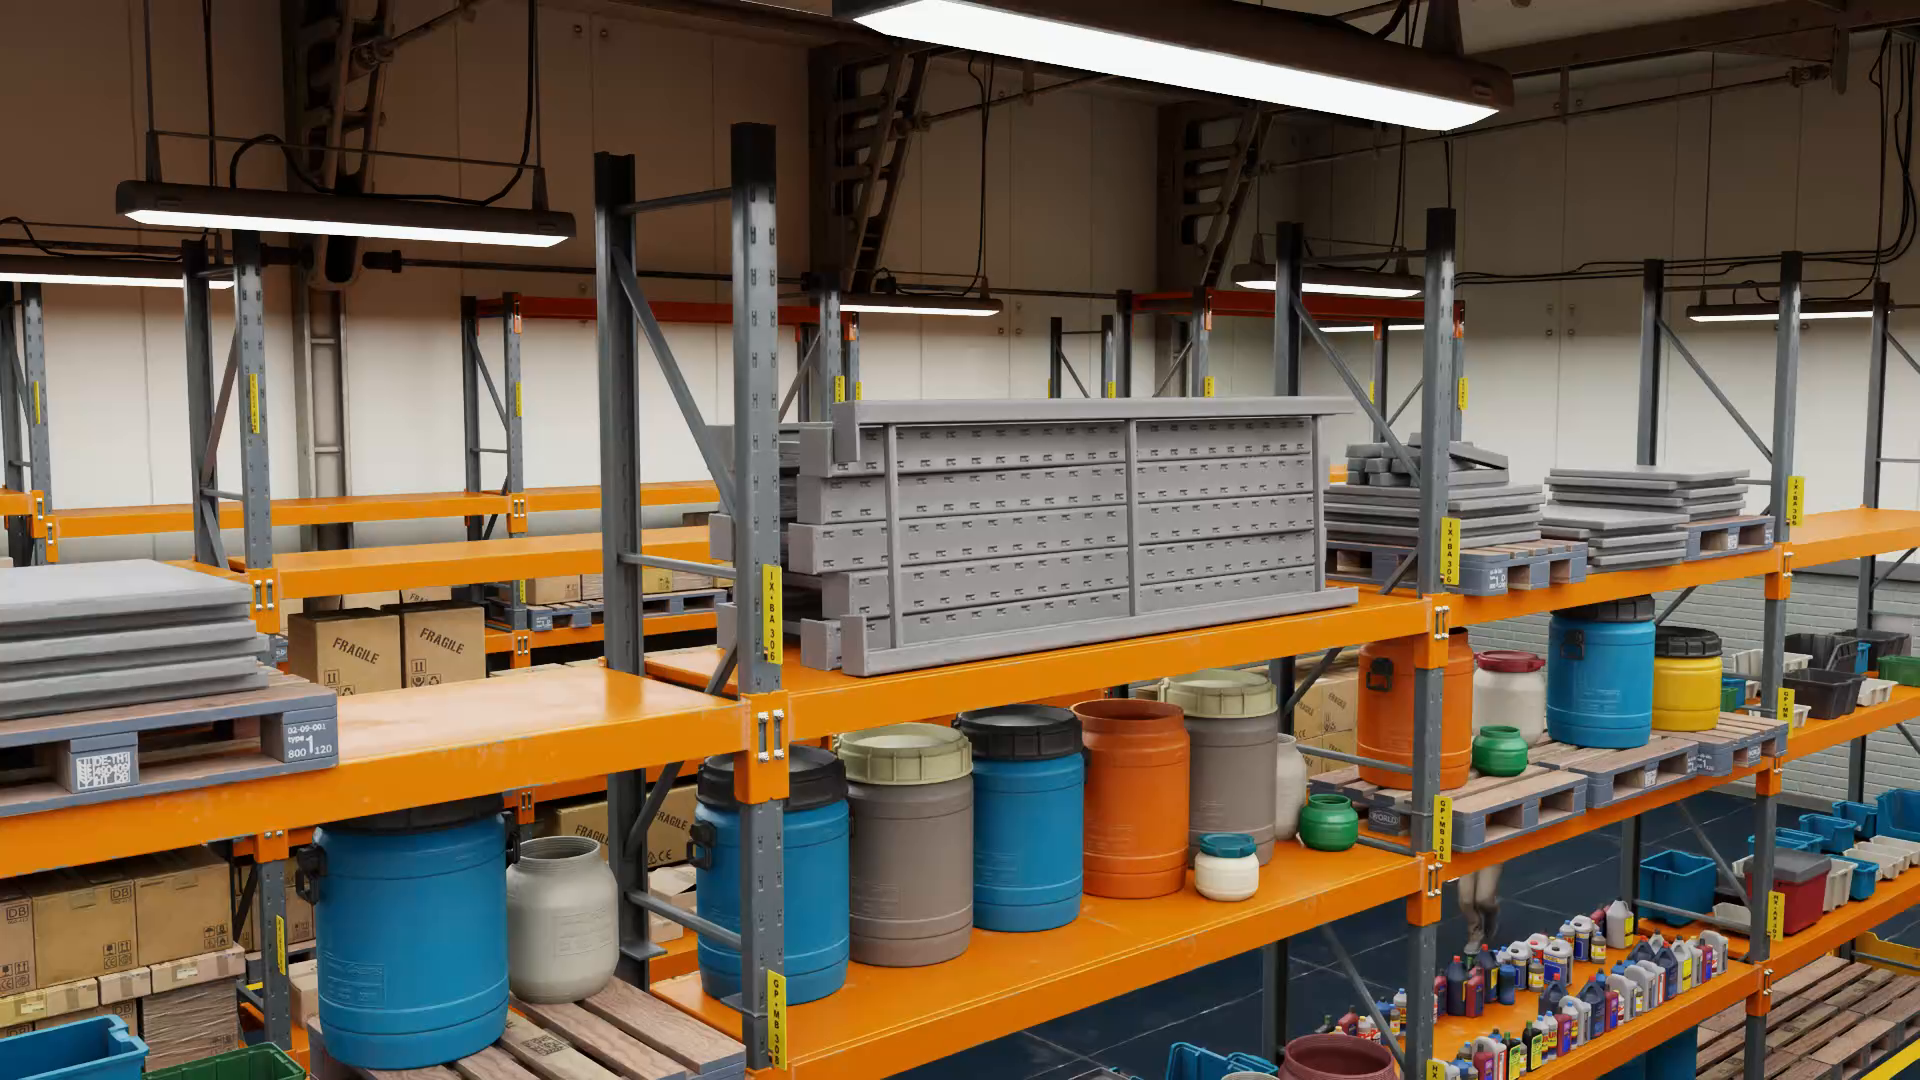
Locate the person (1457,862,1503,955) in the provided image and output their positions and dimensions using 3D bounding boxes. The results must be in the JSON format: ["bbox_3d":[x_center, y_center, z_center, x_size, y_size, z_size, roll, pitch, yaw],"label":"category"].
[{"bbox_3d":[4.737,2.906,15.125,0.692,1.693,0.547,3,6,33],"label":"person"}]
